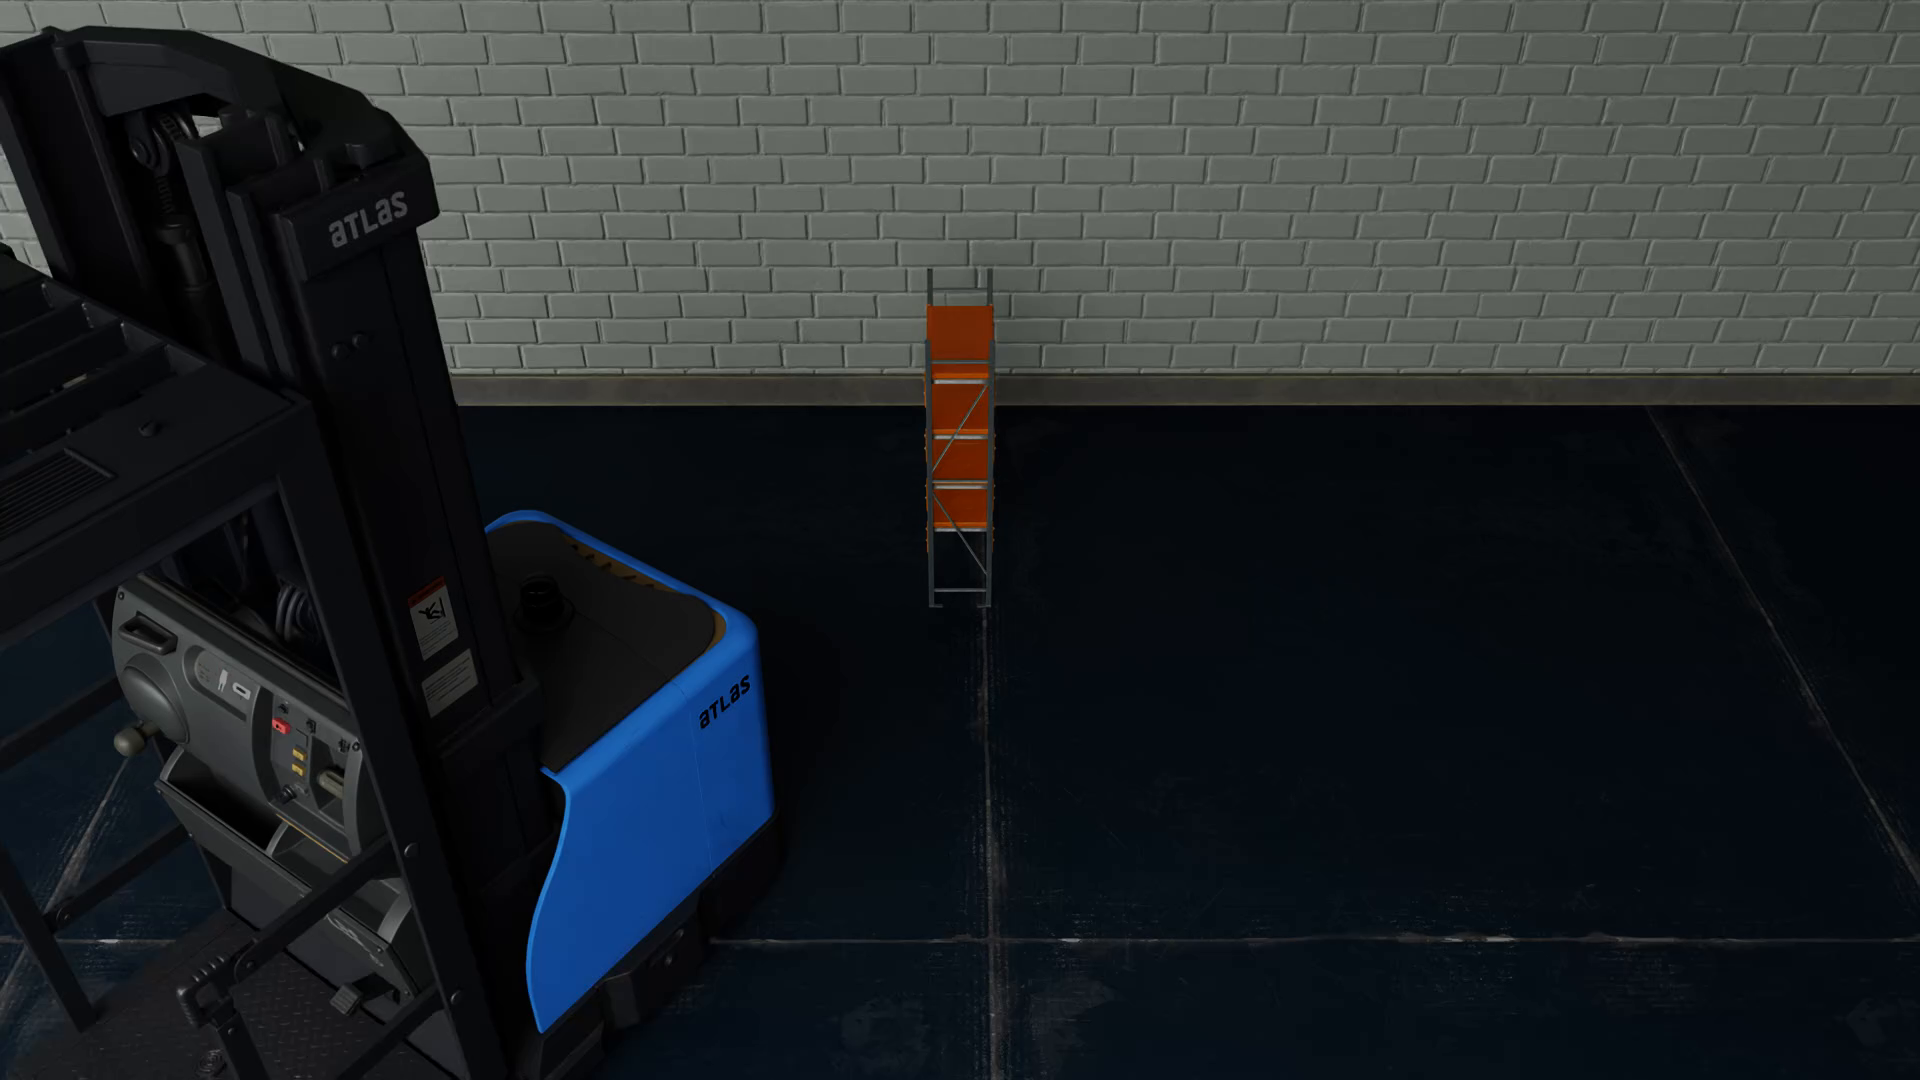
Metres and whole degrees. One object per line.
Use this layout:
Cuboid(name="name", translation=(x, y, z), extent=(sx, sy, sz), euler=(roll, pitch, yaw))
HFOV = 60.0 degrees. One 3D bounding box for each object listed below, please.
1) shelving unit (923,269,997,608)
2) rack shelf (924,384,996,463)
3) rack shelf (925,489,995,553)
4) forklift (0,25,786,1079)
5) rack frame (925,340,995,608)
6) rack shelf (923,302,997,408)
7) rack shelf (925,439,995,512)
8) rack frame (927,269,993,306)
Cuboid(name="shelving unit", translation=(0.000, -0.365, 6.246), extent=(0.258, 1.200, 0.503), euler=(0, 39, 0))
Cuboid(name="rack shelf", translation=(0.000, -0.487, 6.148), extent=(0.258, 0.148, 0.480), euler=(0, 39, 0))
Cuboid(name="rack shelf", translation=(0.000, -0.157, 6.412), extent=(0.258, 0.148, 0.480), euler=(0, 39, 0))
Cuboid(name="forklift", translation=(-1.826, 0.500, 3.782), extent=(1.130, 2.935, 3.031), euler=(24, 45, 27))
Cuboid(name="rack frame", translation=(0.000, -0.212, 6.055), extent=(0.240, 1.200, 0.015), euler=(0, 39, 0))
Cuboid(name="rack shelf", translation=(0.000, -0.671, 6.000), extent=(0.258, 0.148, 0.480), euler=(0, 39, 0))
Cuboid(name="rack shelf", translation=(0.000, -0.312, 6.288), extent=(0.258, 0.148, 0.480), euler=(0, 39, 0))
Cuboid(name="rack frame", translation=(0.000, -0.517, 6.436), extent=(0.240, 1.200, 0.015), euler=(0, 39, 0))
